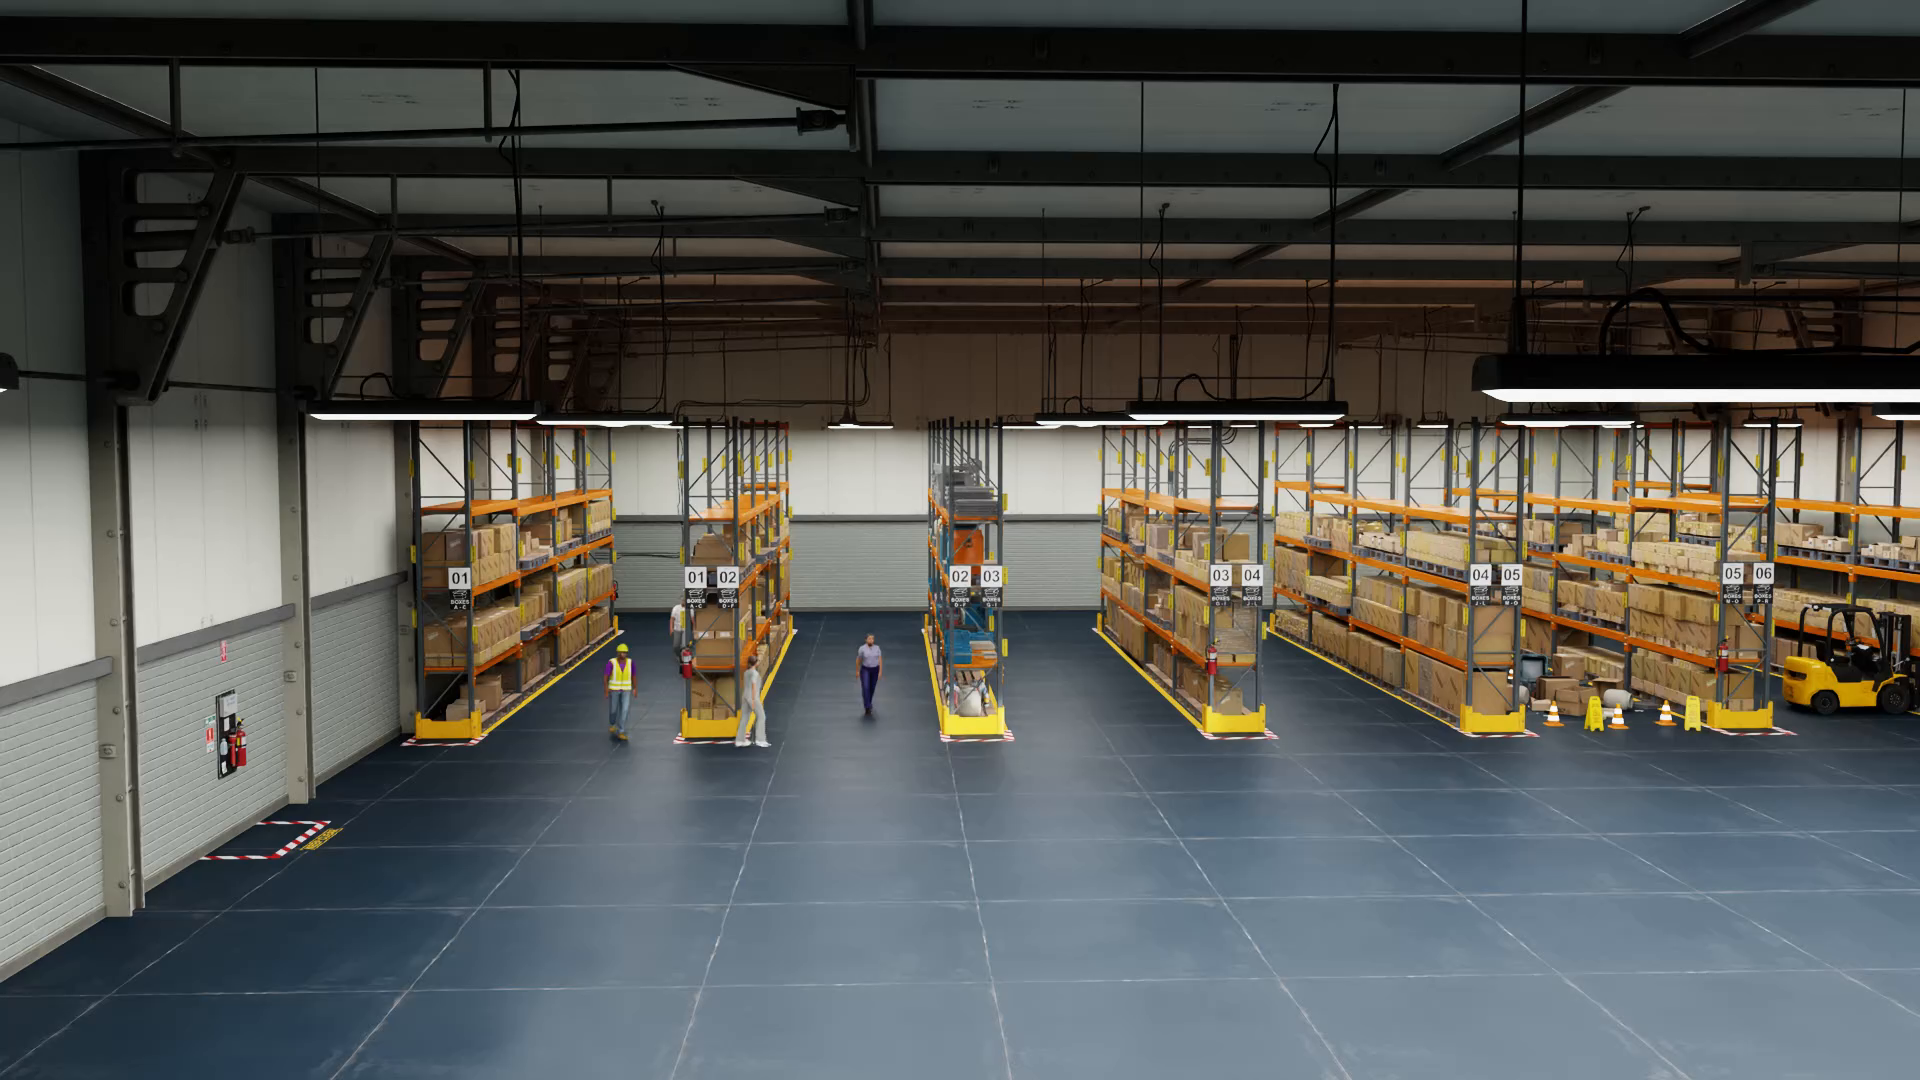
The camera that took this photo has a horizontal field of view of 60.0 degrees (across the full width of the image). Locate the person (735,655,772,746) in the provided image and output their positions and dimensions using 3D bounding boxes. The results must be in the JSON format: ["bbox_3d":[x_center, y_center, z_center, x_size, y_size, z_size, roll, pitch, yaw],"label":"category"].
[{"bbox_3d":[-3.798,2.937,30.232,0.653,1.695,0.485,-3,5,-36],"label":"person"}]

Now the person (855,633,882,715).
[{"bbox_3d":[-1.832,2.701,33.814,0.533,1.583,0.944,-2,4,-27],"label":"person"}]

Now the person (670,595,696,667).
[{"bbox_3d":[-6.784,2.220,40.711,0.624,1.772,0.785,-1,4,-9],"label":"person"}]

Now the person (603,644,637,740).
[{"bbox_3d":[-6.355,2.824,31.181,0.676,1.738,0.846,-2,4,-25],"label":"person"}]
